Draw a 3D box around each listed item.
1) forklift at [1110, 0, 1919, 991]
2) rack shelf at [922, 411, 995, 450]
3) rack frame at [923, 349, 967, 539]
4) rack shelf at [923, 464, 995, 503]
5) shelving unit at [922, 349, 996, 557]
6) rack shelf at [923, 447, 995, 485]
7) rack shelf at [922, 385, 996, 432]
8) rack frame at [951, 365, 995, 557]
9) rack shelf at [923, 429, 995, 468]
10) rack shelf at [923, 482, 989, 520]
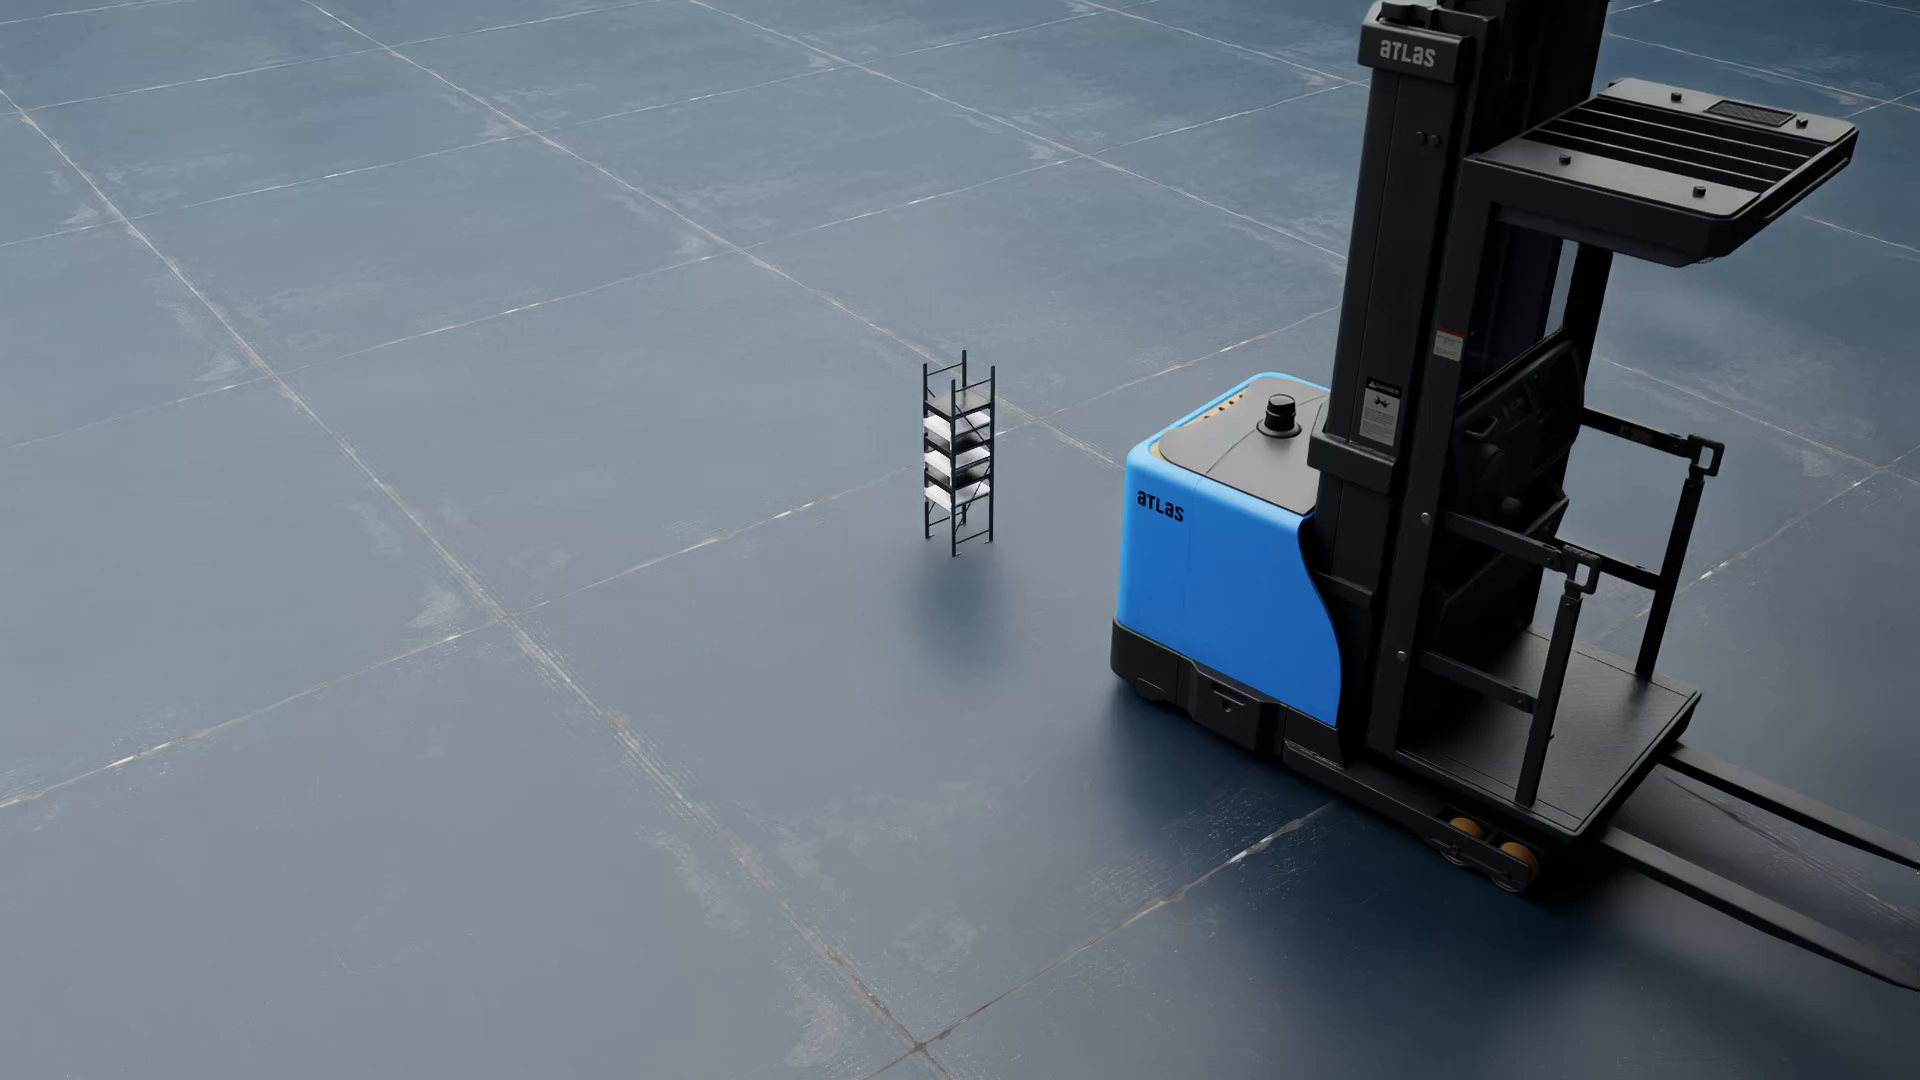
[{"bbox_3d":[2.046,-0.338,5.516,3.031,2.935,1.130,25,40,35],"label":"forklift"},{"bbox_3d":[-0.005,-0.510,7.441,0.258,0.077,0.200,-22,38,-31],"label":"rack shelf"},{"bbox_3d":[-0.067,-0.428,7.586,0.240,0.900,0.006,-22,38,-31],"label":"rack frame"},{"bbox_3d":[-0.005,-0.281,7.583,0.258,0.077,0.200,-22,38,-31],"label":"rack shelf"},{"bbox_3d":[-0.005,-0.386,7.518,0.258,0.900,0.210,-22,38,-31],"label":"shelving unit"},{"bbox_3d":[-0.005,-0.357,7.536,0.258,0.077,0.200,-22,38,-31],"label":"rack shelf"},{"bbox_3d":[-0.005,-0.587,7.393,0.258,0.077,0.200,-22,38,-31],"label":"rack shelf"},{"bbox_3d":[0.057,-0.343,7.450,0.240,0.900,0.006,-22,38,-31],"label":"rack frame"},{"bbox_3d":[-0.005,-0.434,7.488,0.258,0.077,0.200,-22,38,-31],"label":"rack shelf"},{"bbox_3d":[-0.005,-0.204,7.631,0.258,0.077,0.200,-22,38,-31],"label":"rack shelf"}]
